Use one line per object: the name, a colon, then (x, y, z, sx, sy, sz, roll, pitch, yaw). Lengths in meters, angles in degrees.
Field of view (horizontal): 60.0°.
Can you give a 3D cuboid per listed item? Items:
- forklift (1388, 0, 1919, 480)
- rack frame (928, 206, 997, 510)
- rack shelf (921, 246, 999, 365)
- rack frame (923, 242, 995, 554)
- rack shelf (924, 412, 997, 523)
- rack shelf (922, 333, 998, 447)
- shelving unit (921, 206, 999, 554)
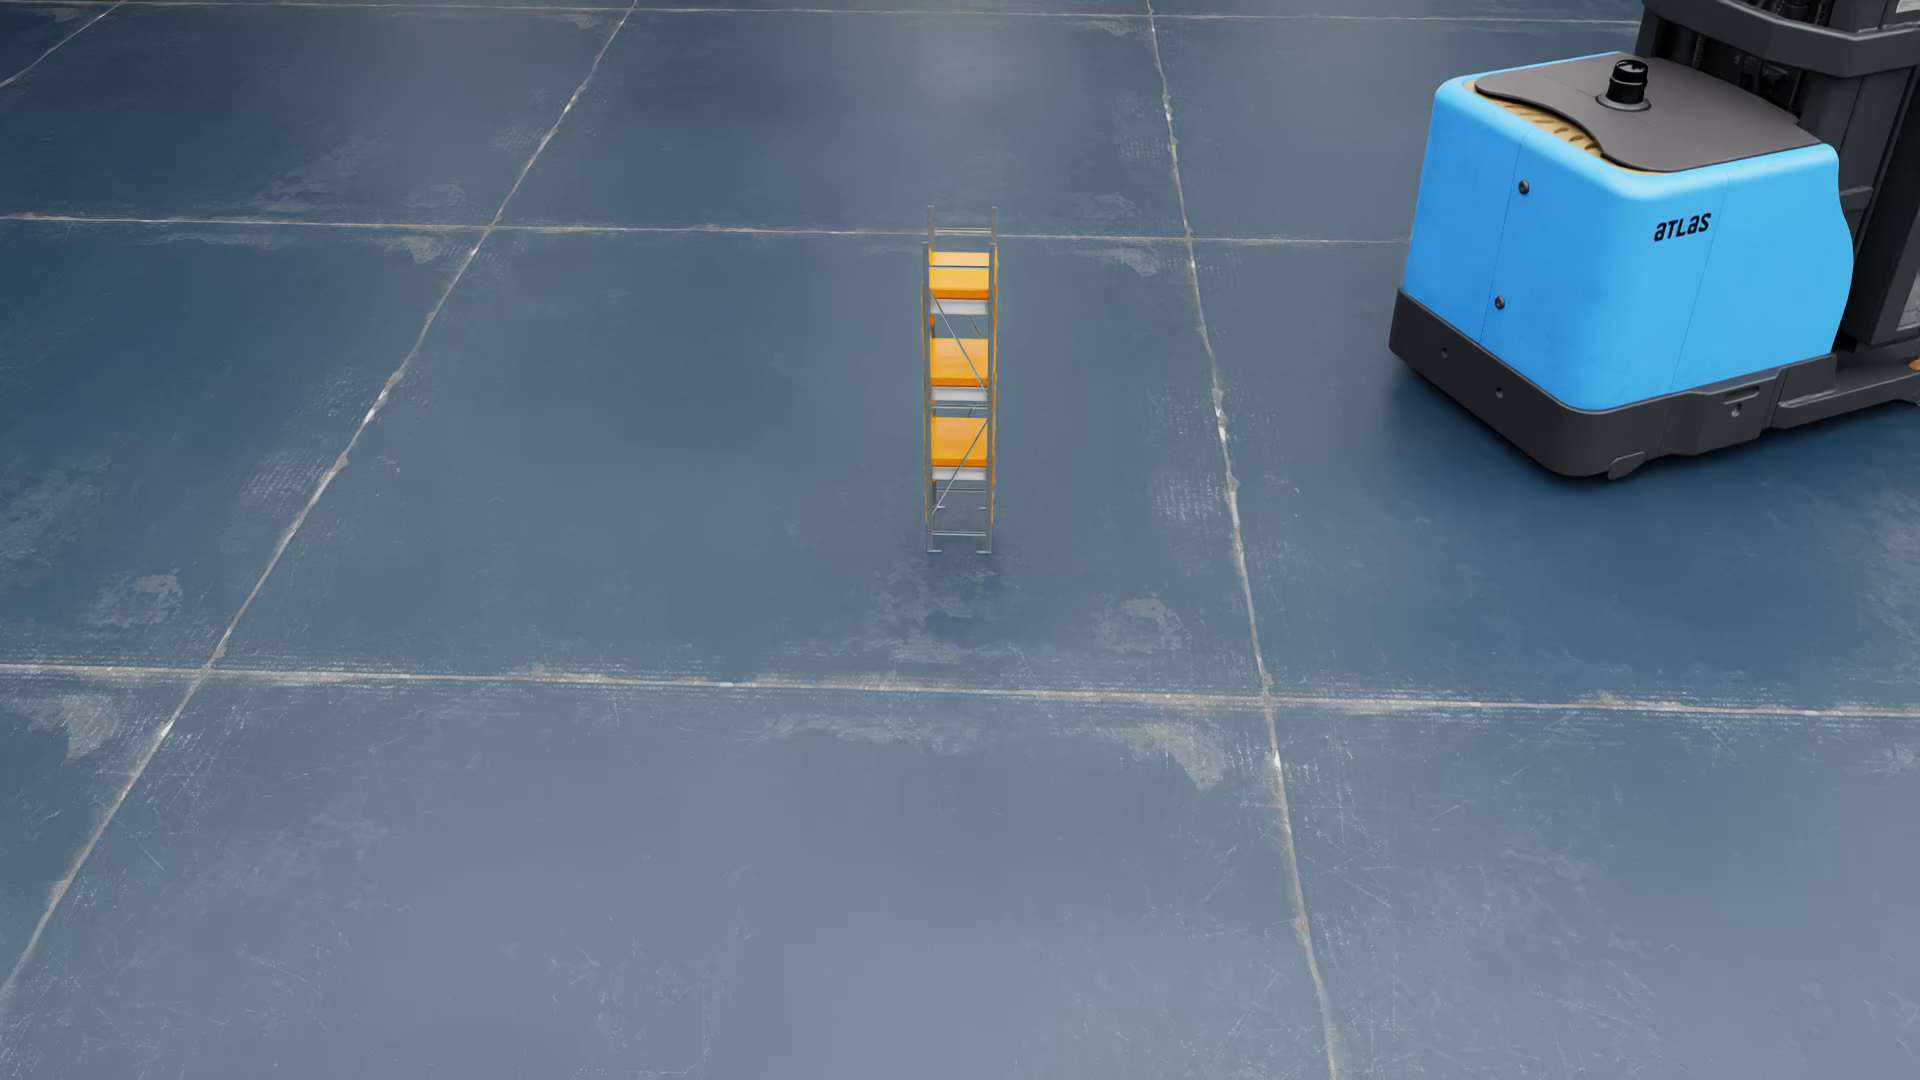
forklift: (3.148, -1.946, 5.470, 3.031, 2.935, 1.130, -14, 37, -19)
rack frame: (0.007, -0.530, 5.092, 0.200, 1.050, 0.008, 1, 35, 2)
rack shelf: (0.002, -0.684, 4.835, 0.215, 0.259, 0.240, 1, 35, 2)
rack frame: (-0.003, -0.390, 4.892, 0.200, 1.050, 0.008, 1, 35, 2)
rack shelf: (0.002, -0.224, 5.158, 0.215, 0.259, 0.240, 1, 35, 2)
rack shelf: (0.002, -0.452, 4.998, 0.215, 0.259, 0.240, 1, 35, 2)
shelving unit: (0.002, -0.460, 4.992, 0.215, 1.050, 0.252, 1, 35, 2)
